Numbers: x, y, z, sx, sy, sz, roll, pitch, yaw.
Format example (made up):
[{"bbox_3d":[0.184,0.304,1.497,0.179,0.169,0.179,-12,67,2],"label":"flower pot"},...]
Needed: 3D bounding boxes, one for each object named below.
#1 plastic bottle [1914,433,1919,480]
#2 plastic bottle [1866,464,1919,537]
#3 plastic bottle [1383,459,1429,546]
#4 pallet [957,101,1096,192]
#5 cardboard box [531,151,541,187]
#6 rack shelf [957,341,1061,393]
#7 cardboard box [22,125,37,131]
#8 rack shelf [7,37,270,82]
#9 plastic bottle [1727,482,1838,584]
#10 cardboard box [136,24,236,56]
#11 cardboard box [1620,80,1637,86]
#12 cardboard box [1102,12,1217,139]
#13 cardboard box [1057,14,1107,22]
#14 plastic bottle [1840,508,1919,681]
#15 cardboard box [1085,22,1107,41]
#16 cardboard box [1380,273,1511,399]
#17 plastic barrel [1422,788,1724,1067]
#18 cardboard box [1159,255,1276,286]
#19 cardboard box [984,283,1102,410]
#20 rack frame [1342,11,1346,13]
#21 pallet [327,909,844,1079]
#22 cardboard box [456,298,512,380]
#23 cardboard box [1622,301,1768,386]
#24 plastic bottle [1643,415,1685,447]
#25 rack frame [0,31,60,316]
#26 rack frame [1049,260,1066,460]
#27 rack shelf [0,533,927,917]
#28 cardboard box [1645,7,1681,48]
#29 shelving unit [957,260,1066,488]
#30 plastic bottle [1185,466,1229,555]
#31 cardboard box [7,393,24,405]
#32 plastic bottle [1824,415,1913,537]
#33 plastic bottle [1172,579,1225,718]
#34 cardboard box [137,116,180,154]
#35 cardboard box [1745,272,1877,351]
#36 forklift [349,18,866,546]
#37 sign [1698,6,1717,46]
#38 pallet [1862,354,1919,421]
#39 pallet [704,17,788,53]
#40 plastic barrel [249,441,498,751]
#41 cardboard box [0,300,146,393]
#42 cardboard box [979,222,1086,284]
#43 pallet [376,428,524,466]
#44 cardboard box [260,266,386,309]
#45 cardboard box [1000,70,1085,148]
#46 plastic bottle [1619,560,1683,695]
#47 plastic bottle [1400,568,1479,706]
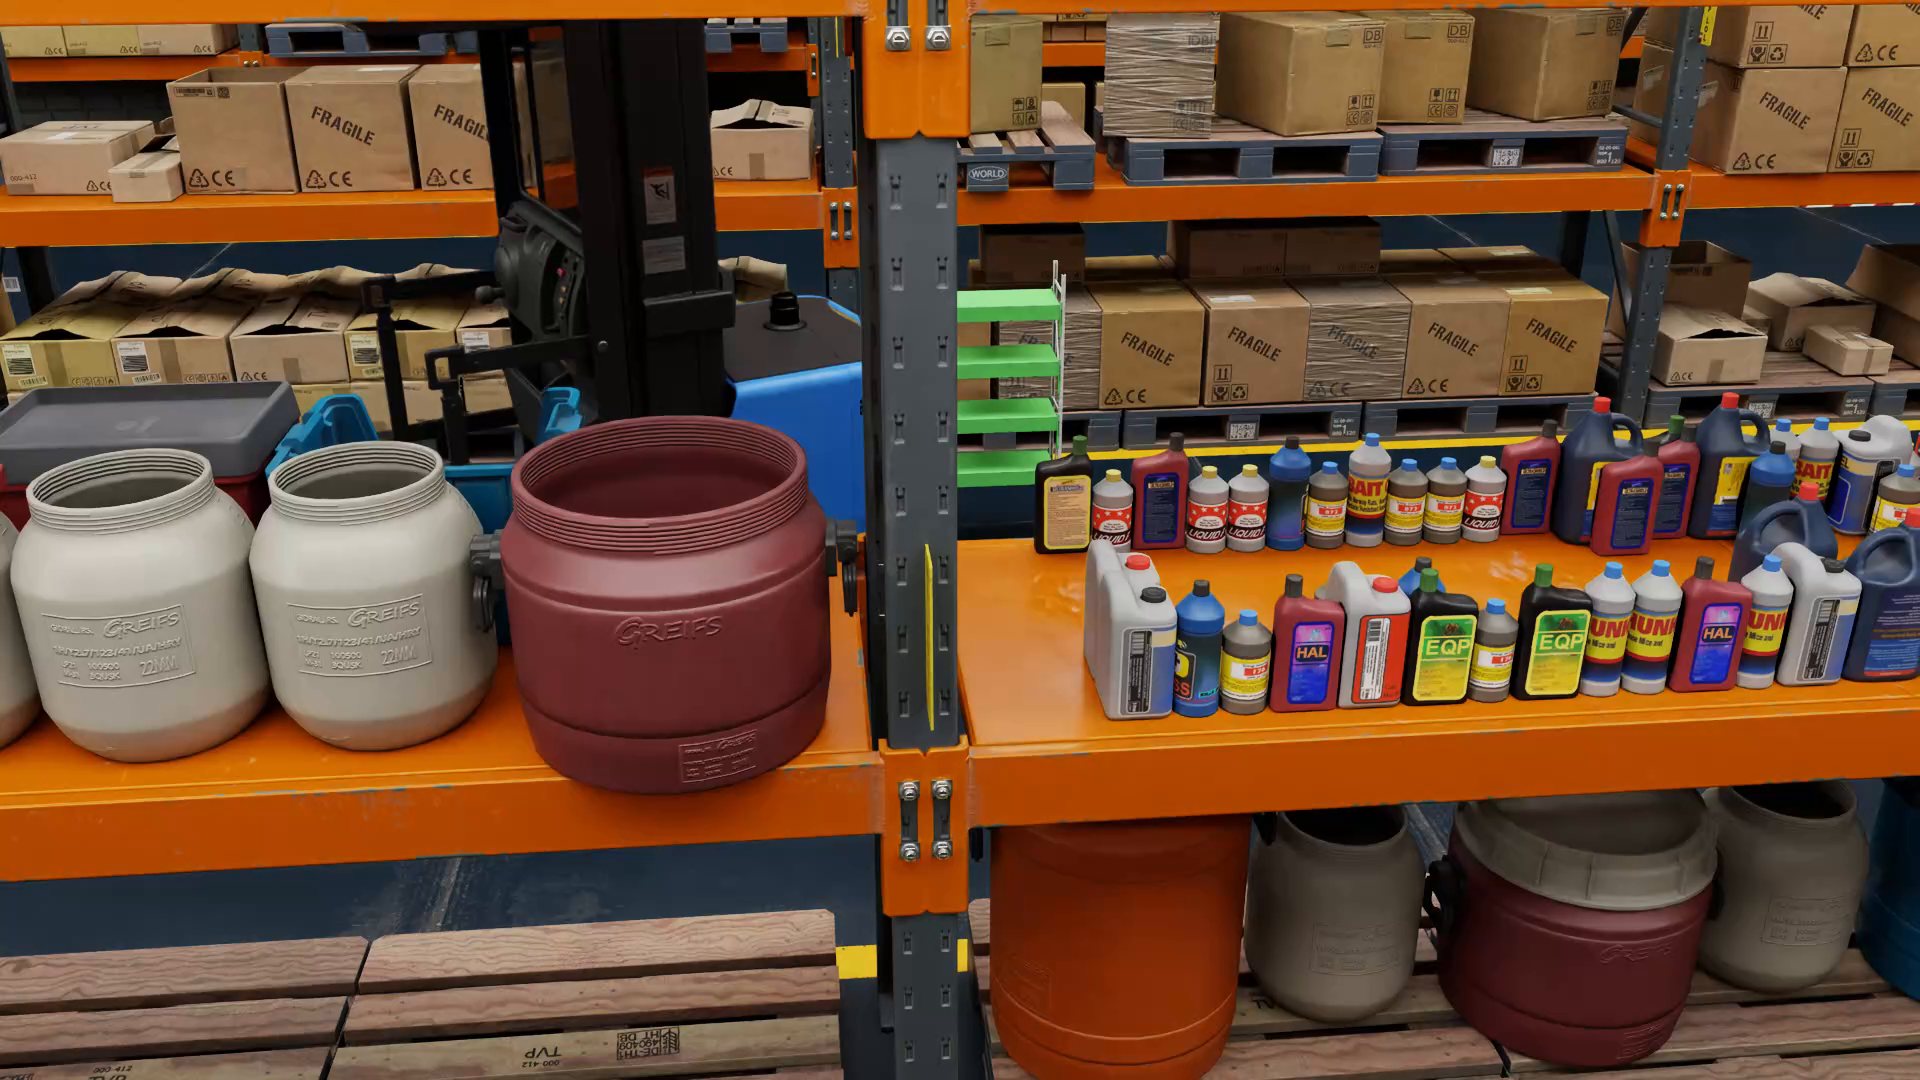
[{"bbox_3d":[2.445,-0.174,4.102,0.135,0.276,0.152,-2,24,-5],"label":"plastic bottle"},{"bbox_3d":[2.245,-0.081,3.984,0.097,0.201,0.097,0,24,0],"label":"plastic bottle"},{"bbox_3d":[1.076,-0.096,4.018,0.097,0.201,0.097,0,24,0],"label":"plastic bottle"},{"bbox_3d":[0.069,-1.943,8.164,1.003,0.211,1.213,-2,24,-5],"label":"pallet"},{"bbox_3d":[-1.862,-1.786,7.885,0.250,0.149,0.380,-1,24,-1],"label":"cardboard box"},{"bbox_3d":[0.165,-0.716,6.950,0.480,0.148,0.258,-2,24,-5],"label":"rack shelf"},{"bbox_3d":[-7.051,-2.740,12.256,0.500,0.500,0.700,-4,24,-8],"label":"cardboard box"},{"bbox_3d":[-7.060,-3.409,12.112,4.000,0.370,1.077,-2,24,-5],"label":"rack shelf"},{"bbox_3d":[1.737,0.047,3.512,0.185,0.351,0.144,-2,24,-5],"label":"plastic bottle"},{"bbox_3d":[-5.512,-3.617,11.854,0.500,0.250,0.500,-2,24,-5],"label":"cardboard box"},{"bbox_3d":[5.537,-3.630,13.485,0.250,0.149,0.380,-2,24,-5],"label":"cardboard box"},{"bbox_3d":[0.946,-2.243,7.962,0.500,0.500,0.700,2,24,5],"label":"cardboard box"},{"bbox_3d":[0.953,-4.144,12.367,0.500,0.500,0.500,-2,24,-4],"label":"cardboard box"},{"bbox_3d":[1.886,0.103,3.386,0.185,0.351,0.144,-2,24,-5],"label":"plastic bottle"},{"bbox_3d":[1.049,-3.864,12.535,0.250,0.149,0.380,-2,24,-3],"label":"cardboard box"},{"bbox_3d":[2.426,-1.041,8.436,0.500,0.500,0.500,-2,24,-5],"label":"cardboard box"},{"bbox_3d":[1.493,0.866,4.061,0.708,0.588,0.600,-2,24,-5],"label":"plastic barrel"},{"bbox_3d":[1.346,-1.210,8.815,0.500,0.500,0.500,-3,24,-7],"label":"cardboard box"},{"bbox_3d":[0.403,-0.960,8.252,0.500,0.500,0.500,-3,24,-7],"label":"cardboard box"},{"bbox_3d":[2.891,-4.137,12.864,0.127,3.000,1.000,-2,24,-5],"label":"rack frame"},{"bbox_3d":[-0.890,1.317,4.027,1.213,0.211,1.003,-2,24,-5],"label":"pallet"},{"bbox_3d":[-2.115,-1.004,7.993,0.500,0.311,0.500,-2,24,-5],"label":"cardboard box"},{"bbox_3d":[3.821,-1.036,8.657,0.500,0.311,0.500,-2,24,-5],"label":"cardboard box"},{"bbox_3d":[1.699,-0.166,4.075,0.133,0.283,0.061,-2,24,-5],"label":"plastic bottle"},{"bbox_3d":[-4.579,-1.815,7.641,0.127,3.000,1.000,-2,24,-5],"label":"rack frame"},{"bbox_3d":[0.408,-0.565,7.043,0.015,1.200,0.240,-2,24,-5],"label":"rack frame"},{"bbox_3d":[-2.106,0.436,3.462,4.000,0.370,1.077,-2,24,-5],"label":"rack shelf"},{"bbox_3d":[3.860,-2.762,8.417,0.500,0.500,0.500,-2,24,-5],"label":"cardboard box"},{"bbox_3d":[0.165,-0.555,7.021,0.503,1.200,0.258,-2,24,-5],"label":"shelving unit"},{"bbox_3d":[0.591,-0.077,3.974,0.097,0.201,0.097,0,24,0],"label":"plastic bottle"},{"bbox_3d":[-4.154,-0.667,7.925,0.500,0.250,0.500,-3,24,-6],"label":"cardboard box"},{"bbox_3d":[2.215,-0.165,4.081,0.135,0.276,0.152,-2,24,-5],"label":"plastic bottle"},{"bbox_3d":[0.465,0.206,3.252,0.097,0.271,0.097,0,24,0],"label":"plastic bottle"},{"bbox_3d":[-3.723,-1.863,7.914,0.258,0.266,0.396,-3,24,-6],"label":"cardboard box"},{"bbox_3d":[4.667,-1.274,9.193,0.500,0.311,0.500,-2,24,-5],"label":"cardboard box"},{"bbox_3d":[-1.644,-0.931,5.735,3.031,2.935,1.130,-13,27,-27],"label":"forklift"},{"bbox_3d":[3.440,-2.439,7.620,0.005,0.325,0.100,-2,24,-5],"label":"sign"},{"bbox_3d":[5.282,-0.937,9.099,1.213,0.211,1.003,-2,24,-5],"label":"pallet"},{"bbox_3d":[-1.788,-3.818,12.383,1.003,0.211,1.213,-2,24,-5],"label":"pallet"},{"bbox_3d":[-1.118,0.104,3.186,0.421,0.512,0.421,0,24,0],"label":"plastic barrel"},{"bbox_3d":[-4.144,-0.923,7.811,0.500,0.311,0.500,-2,24,-5],"label":"cardboard box"},{"bbox_3d":[0.364,-1.513,8.573,0.500,0.250,0.500,-1,24,-3],"label":"cardboard box"},{"bbox_3d":[-2.633,-0.636,8.421,1.213,0.211,1.003,-2,24,-5],"label":"pallet"},{"bbox_3d":[-3.191,-1.181,8.392,0.500,0.311,0.500,-2,24,-5],"label":"cardboard box"},{"bbox_3d":[0.528,-3.195,12.875,0.750,0.750,0.750,-2,24,-5],"label":"cardboard box"},{"bbox_3d":[1.385,0.169,3.335,0.097,0.271,0.097,0,24,0],"label":"plastic bottle"},{"bbox_3d":[0.945,0.189,3.276,0.133,0.283,0.061,-2,24,-5],"label":"plastic bottle"}]
